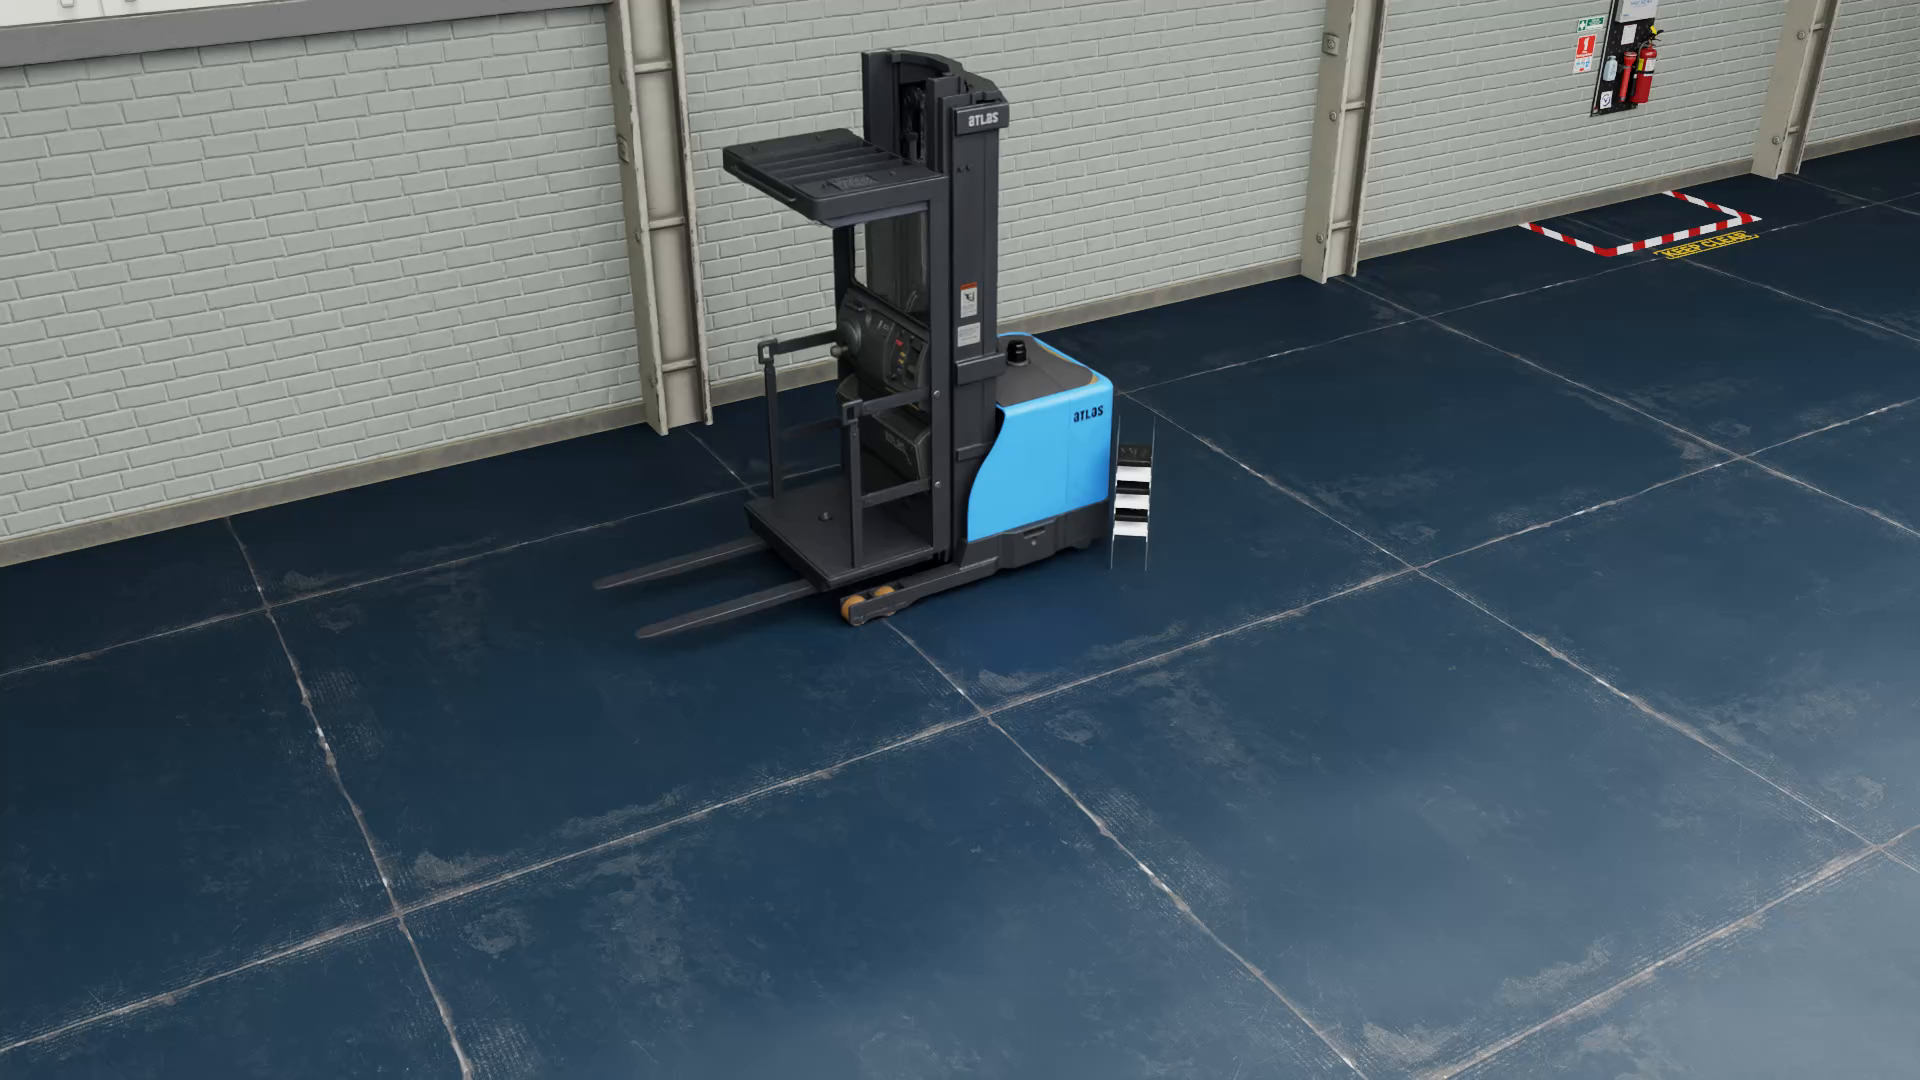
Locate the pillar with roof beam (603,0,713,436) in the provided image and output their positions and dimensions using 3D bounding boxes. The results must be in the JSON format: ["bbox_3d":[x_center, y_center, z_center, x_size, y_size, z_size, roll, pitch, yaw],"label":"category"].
[{"bbox_3d":[0.193,-2.984,6.343,0.400,9.000,9.100,-16,33,-26],"label":"pillar with roof beam"}]

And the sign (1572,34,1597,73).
[{"bbox_3d":[5.679,-4.422,15.122,0.234,0.329,0.001,-16,33,-26],"label":"sign"}]

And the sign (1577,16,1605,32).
[{"bbox_3d":[5.688,-4.652,14.989,0.331,0.109,0.001,-16,33,-26],"label":"sign"}]

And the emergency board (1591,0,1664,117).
[{"bbox_3d":[6.208,-4.499,15.298,0.643,1.169,0.194,-16,33,-26],"label":"emergency board"}]

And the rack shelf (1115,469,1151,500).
[{"bbox_3d":[1.019,-0.322,9.785,0.200,0.077,0.258,3,29,6],"label":"rack shelf"}]

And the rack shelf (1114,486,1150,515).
[{"bbox_3d":[1.019,-0.243,9.829,0.200,0.077,0.258,3,29,6],"label":"rack shelf"}]

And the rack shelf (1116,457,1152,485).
[{"bbox_3d":[1.019,-0.401,9.742,0.200,0.077,0.258,3,29,6],"label":"rack shelf"}]

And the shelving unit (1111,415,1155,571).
[{"bbox_3d":[1.019,-0.273,9.812,0.210,0.900,0.258,3,29,6],"label":"shelving unit"}]

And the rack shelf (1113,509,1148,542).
[{"bbox_3d":[1.019,-0.086,9.916,0.200,0.077,0.258,3,29,6],"label":"rack shelf"}]

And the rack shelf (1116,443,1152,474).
[{"bbox_3d":[1.019,-0.480,9.698,0.200,0.077,0.258,3,29,6],"label":"rack shelf"}]

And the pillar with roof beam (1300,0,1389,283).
[{"bbox_3d":[5.366,-4.452,9.005,0.400,9.000,9.100,-16,33,-26],"label":"pillar with roof beam"}]

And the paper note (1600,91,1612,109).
[{"bbox_3d":[6.021,-4.099,15.484,0.142,0.148,0.016,-16,33,-26],"label":"paper note"}]

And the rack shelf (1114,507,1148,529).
[{"bbox_3d":[1.019,-0.165,9.872,0.200,0.077,0.258,3,29,6],"label":"rack shelf"}]

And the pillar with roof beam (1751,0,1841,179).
[{"bbox_3d":[10.539,-5.921,11.666,0.400,9.000,9.100,-16,33,-26],"label":"pillar with roof beam"}]

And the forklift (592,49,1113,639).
[{"bbox_3d":[-0.609,-1.092,9.195,3.031,2.935,1.130,-17,33,-28],"label":"forklift"}]

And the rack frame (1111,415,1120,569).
[{"bbox_3d":[0.918,-0.279,9.823,0.006,0.900,0.240,3,29,6],"label":"rack frame"}]

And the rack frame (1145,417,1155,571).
[{"bbox_3d":[1.120,-0.267,9.802,0.006,0.900,0.240,3,29,6],"label":"rack frame"}]
